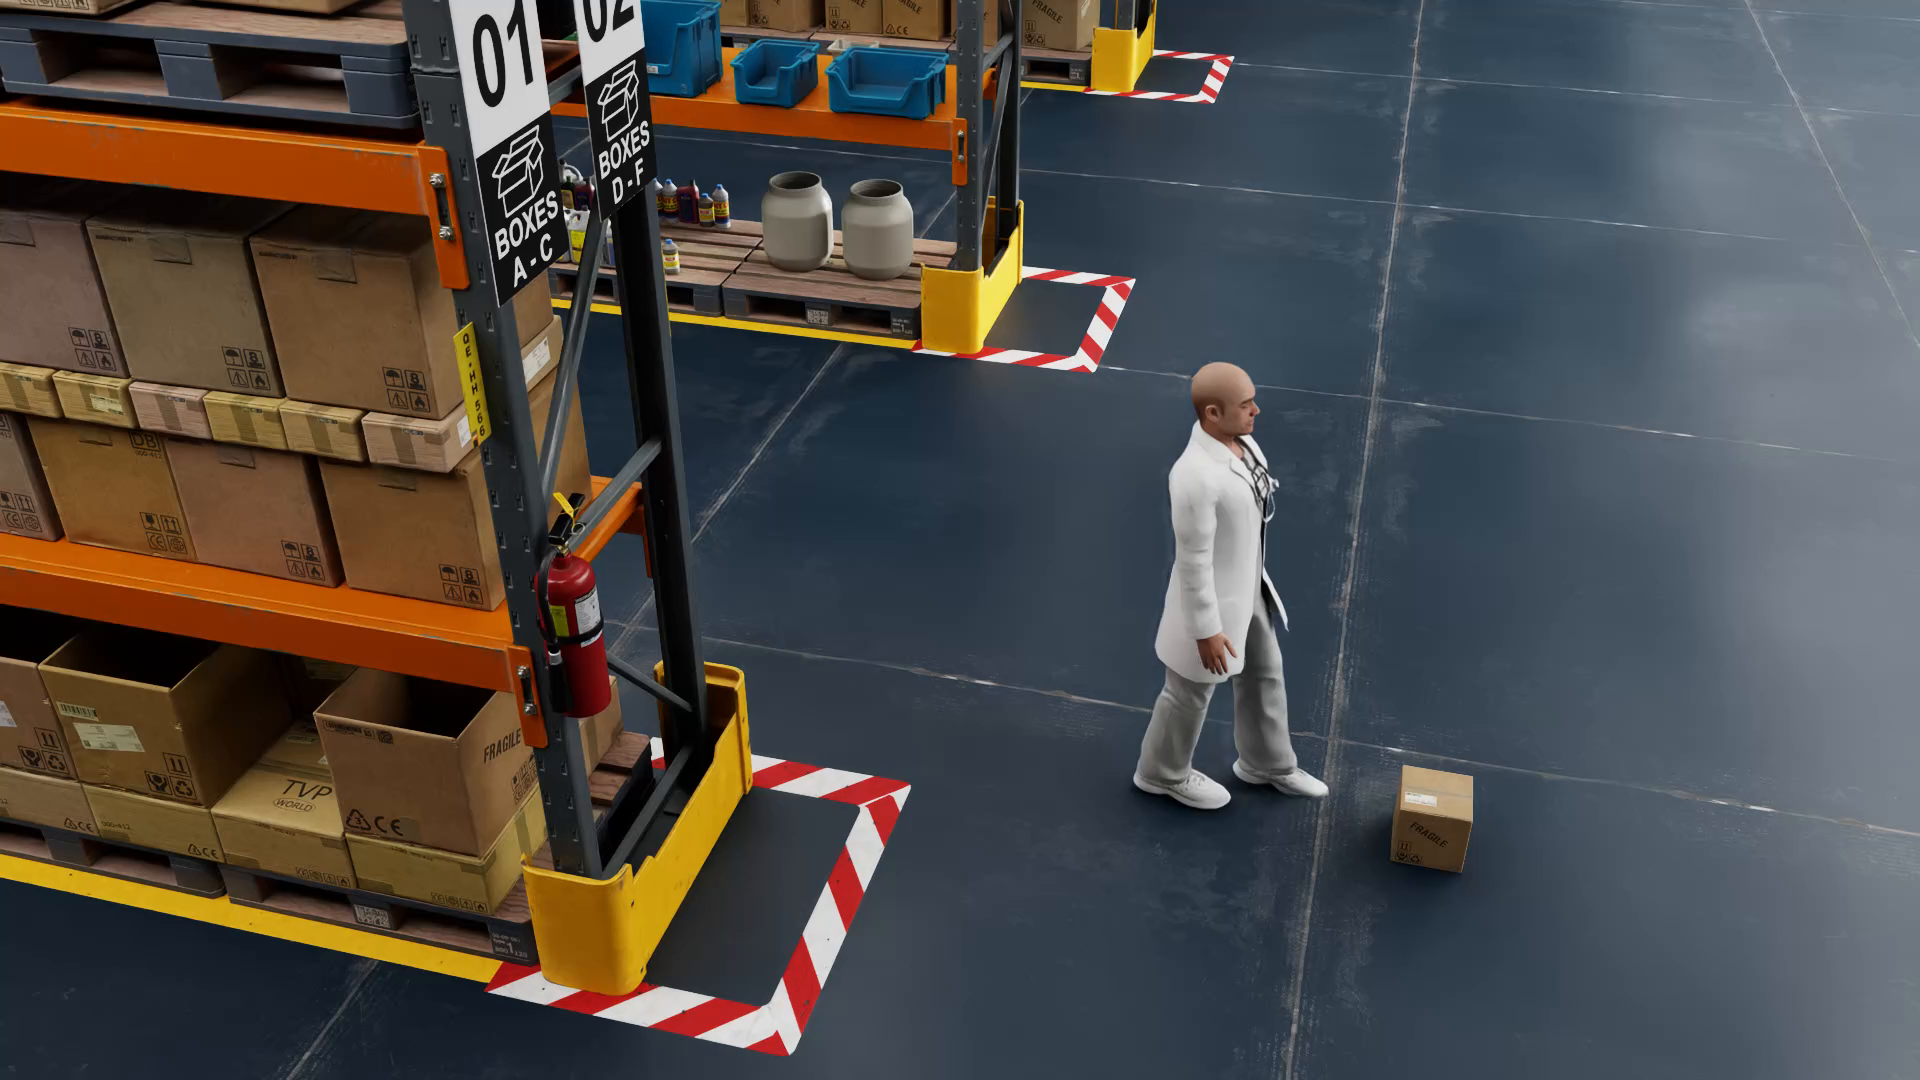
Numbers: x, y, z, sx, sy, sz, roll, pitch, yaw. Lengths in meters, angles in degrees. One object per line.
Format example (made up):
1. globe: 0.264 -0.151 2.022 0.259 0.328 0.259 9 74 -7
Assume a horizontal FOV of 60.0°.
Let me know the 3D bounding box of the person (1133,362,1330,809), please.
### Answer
1. person: 1.002 0.234 5.794 0.697 1.807 0.610 14 35 20
